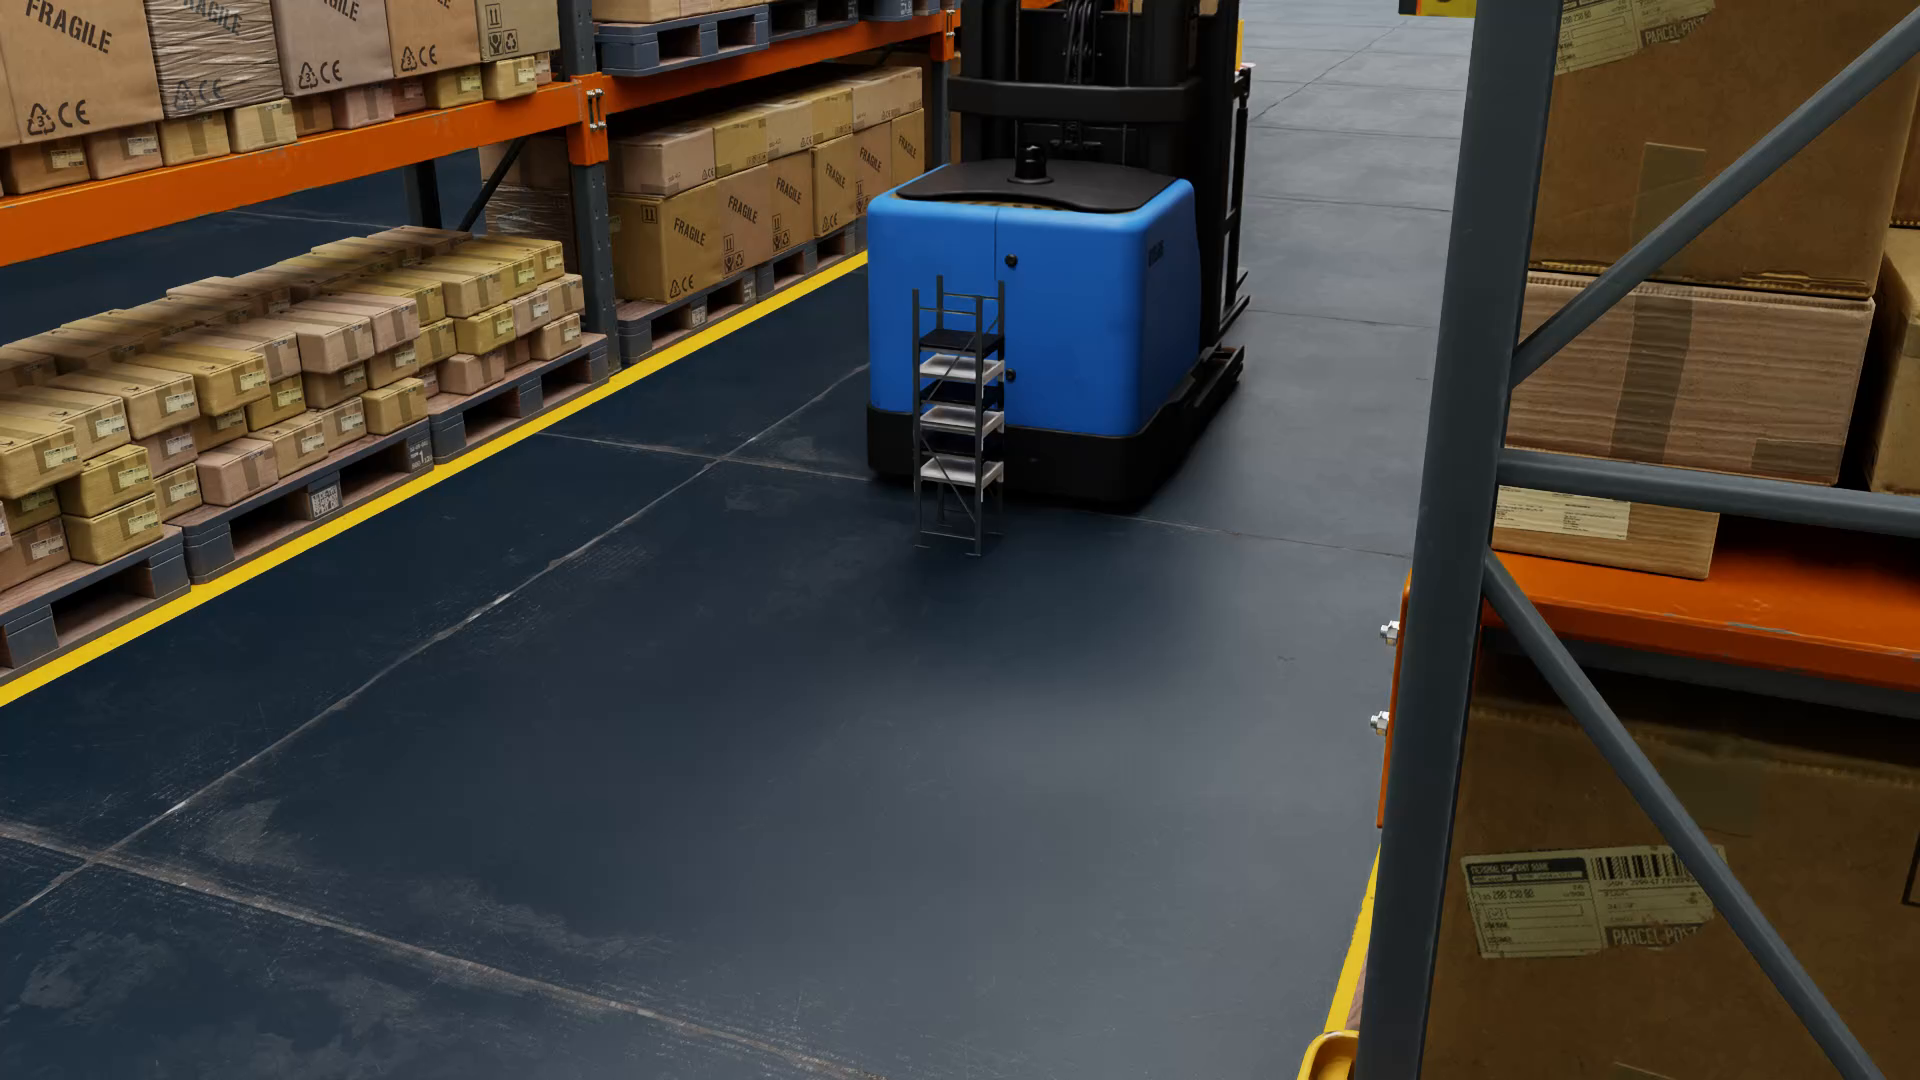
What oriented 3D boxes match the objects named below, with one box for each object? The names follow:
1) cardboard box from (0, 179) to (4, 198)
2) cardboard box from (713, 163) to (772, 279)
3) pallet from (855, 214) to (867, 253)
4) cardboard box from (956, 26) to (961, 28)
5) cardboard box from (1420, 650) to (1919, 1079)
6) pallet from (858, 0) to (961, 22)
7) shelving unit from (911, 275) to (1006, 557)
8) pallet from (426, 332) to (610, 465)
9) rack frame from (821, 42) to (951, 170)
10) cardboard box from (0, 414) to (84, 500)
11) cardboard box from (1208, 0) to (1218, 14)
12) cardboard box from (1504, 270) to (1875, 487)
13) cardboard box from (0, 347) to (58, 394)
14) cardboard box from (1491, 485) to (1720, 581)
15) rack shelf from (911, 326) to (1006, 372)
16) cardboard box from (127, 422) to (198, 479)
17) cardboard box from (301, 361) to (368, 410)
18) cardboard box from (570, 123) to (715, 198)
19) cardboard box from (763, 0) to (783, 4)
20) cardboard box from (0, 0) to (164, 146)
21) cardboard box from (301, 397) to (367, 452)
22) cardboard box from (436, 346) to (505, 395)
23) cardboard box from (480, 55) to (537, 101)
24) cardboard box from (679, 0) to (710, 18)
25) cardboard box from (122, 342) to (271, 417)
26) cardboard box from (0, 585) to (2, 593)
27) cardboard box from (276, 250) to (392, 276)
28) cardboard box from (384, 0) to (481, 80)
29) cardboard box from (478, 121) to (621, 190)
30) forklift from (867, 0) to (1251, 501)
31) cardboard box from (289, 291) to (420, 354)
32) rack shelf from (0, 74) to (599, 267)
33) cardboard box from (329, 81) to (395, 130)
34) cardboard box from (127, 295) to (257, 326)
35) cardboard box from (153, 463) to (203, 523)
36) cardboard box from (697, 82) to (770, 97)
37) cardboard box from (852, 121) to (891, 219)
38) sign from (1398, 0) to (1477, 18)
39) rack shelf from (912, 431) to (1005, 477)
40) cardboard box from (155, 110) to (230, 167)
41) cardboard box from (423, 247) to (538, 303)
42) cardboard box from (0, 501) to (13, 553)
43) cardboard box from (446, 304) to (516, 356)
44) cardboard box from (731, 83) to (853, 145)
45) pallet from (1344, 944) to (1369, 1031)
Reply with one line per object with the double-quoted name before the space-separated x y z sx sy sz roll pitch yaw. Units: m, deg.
"cardboard box" -2.916 -1.022 4.631 0.380 0.149 0.250 10 25 23
"cardboard box" -1.314 -1.659 8.527 0.500 0.500 0.500 10 25 22
"pallet" -0.835 -2.067 10.426 1.003 0.211 1.213 9 24 20
"cardboard box" 0.433 -3.641 12.949 1.050 0.750 0.750 9 24 20
"cardboard box" 1.216 0.522 2.821 0.875 0.875 0.875 9 24 20
"pallet" -0.709 -3.275 9.947 1.213 0.211 1.003 9 24 20
"shelving unit" -0.003 -0.412 5.570 0.258 0.900 0.210 9 24 20
"pallet" -2.246 -0.670 7.080 1.003 0.211 1.213 9 24 20
"rack frame" -0.544 -3.634 10.557 1.000 3.000 0.127 9 24 20
"cardboard box" -2.802 -0.250 4.839 0.380 0.149 0.250 9 24 20
"cardboard box" 2.237 -5.458 17.136 0.875 0.875 0.875 9 24 20
"cardboard box" 0.986 -0.304 2.395 0.500 0.250 0.500 8 24 19
"cardboard box" -3.226 -0.530 5.508 0.380 0.149 0.250 10 25 22
"cardboard box" 0.879 -0.083 2.383 0.380 0.149 0.250 9 24 21
"rack shelf" -0.003 -0.631 5.478 0.258 0.077 0.200 9 24 20
"cardboard box" -2.713 -0.312 5.373 0.380 0.149 0.250 8 24 18
"cardboard box" -2.402 -0.600 6.062 0.380 0.149 0.250 8 24 18
"cardboard box" -1.510 -1.815 7.929 0.500 0.250 0.500 8 24 18
"cardboard box" -1.074 -2.725 8.163 0.380 0.149 0.250 8 24 18
"cardboard box" -2.723 -1.444 4.799 0.500 0.500 0.500 9 24 21
"cardboard box" -2.402 -0.437 6.059 0.380 0.149 0.250 9 24 21
"cardboard box" -2.071 -0.707 6.704 0.380 0.149 0.250 8 24 18
"cardboard box" -1.913 -1.843 6.596 0.380 0.149 0.250 8 24 19
"cardboard box" -1.358 -2.455 7.517 0.380 0.149 0.250 9 24 21
"cardboard box" -2.535 -0.536 5.524 0.380 0.149 0.250 9 24 21
"cardboard box" -3.002 0.104 4.763 0.380 0.149 0.250 9 24 20
"cardboard box" -2.555 -1.074 6.811 0.380 0.149 0.250 8 24 19
"cardboard box" -2.141 -1.986 6.098 0.500 0.500 0.500 8 24 19
"cardboard box" -1.987 -1.891 8.111 0.500 0.250 0.500 8 24 19
"forklift" 0.632 -2.028 6.801 1.130 2.935 3.031 8 24 18
"cardboard box" -2.247 -0.811 6.183 0.380 0.149 0.250 8 24 17
"rack shelf" -2.772 -1.154 5.556 1.077 0.370 4.000 9 24 20
"cardboard box" -2.259 -1.565 5.932 0.380 0.149 0.250 8 24 18
"cardboard box" -2.826 -0.788 6.128 0.380 0.149 0.250 8 24 18
"cardboard box" -2.713 -0.167 5.411 0.380 0.149 0.250 9 24 20
"cardboard box" -1.409 -2.451 9.452 0.500 0.250 0.500 9 24 20
"cardboard box" -0.742 -2.216 9.861 0.500 0.500 0.500 10 25 22
"sign" 0.554 -0.751 1.846 0.100 0.325 0.005 9 24 20
"rack shelf" -0.003 -0.299 5.617 0.258 0.077 0.200 9 24 20
"cardboard box" -2.558 -1.289 5.271 0.380 0.149 0.250 10 25 22
"cardboard box" -1.978 -1.093 6.858 0.380 0.149 0.250 9 24 21
"cardboard box" -2.928 -0.027 4.691 0.380 0.149 0.250 9 24 20
"cardboard box" -2.023 -0.862 6.691 0.380 0.149 0.250 8 24 18
"cardboard box" -0.935 -2.376 9.271 0.500 0.250 0.500 9 24 21
"pallet" 1.277 0.965 3.166 1.003 0.211 1.213 9 24 20
